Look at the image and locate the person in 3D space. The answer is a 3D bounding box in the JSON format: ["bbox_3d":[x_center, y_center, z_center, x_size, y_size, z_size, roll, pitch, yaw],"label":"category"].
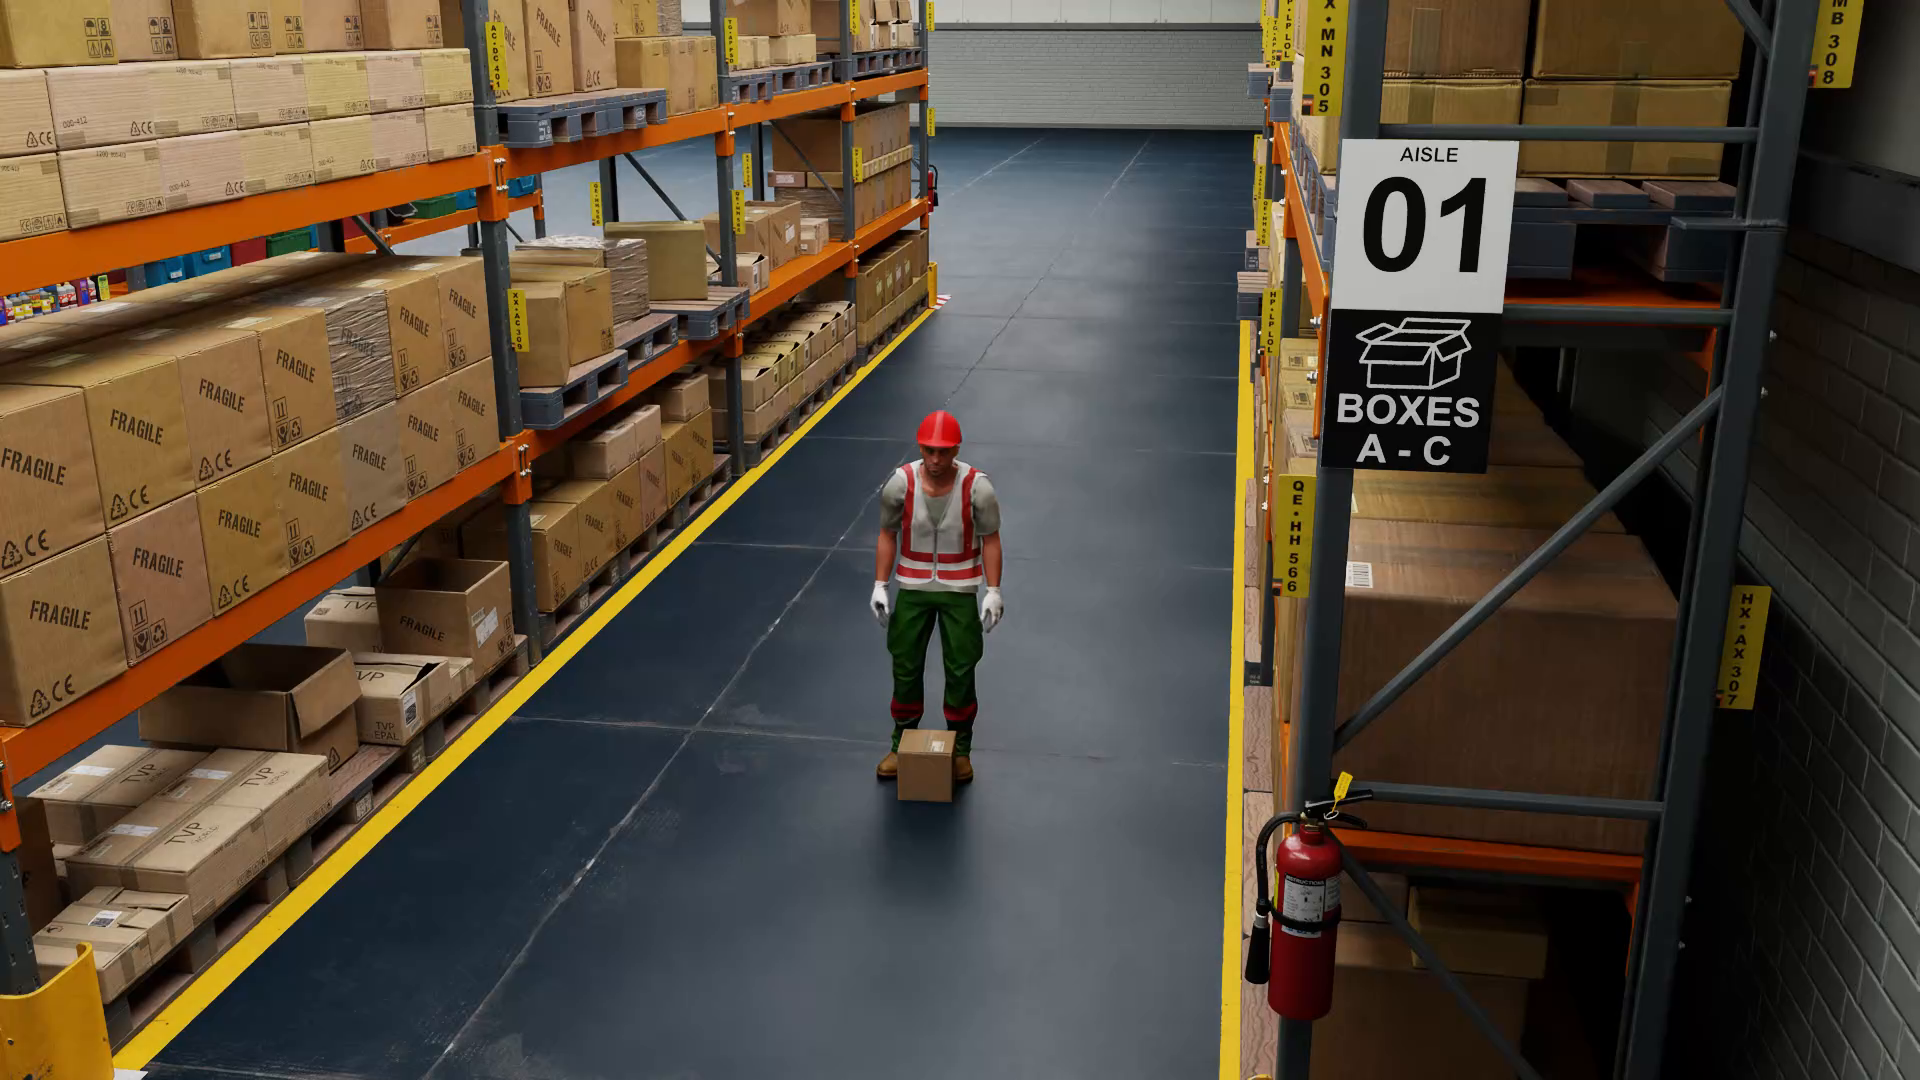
[{"bbox_3d":[-0.105,0.256,7.724,0.623,1.779,0.452,2,18,7],"label":"person"}]
